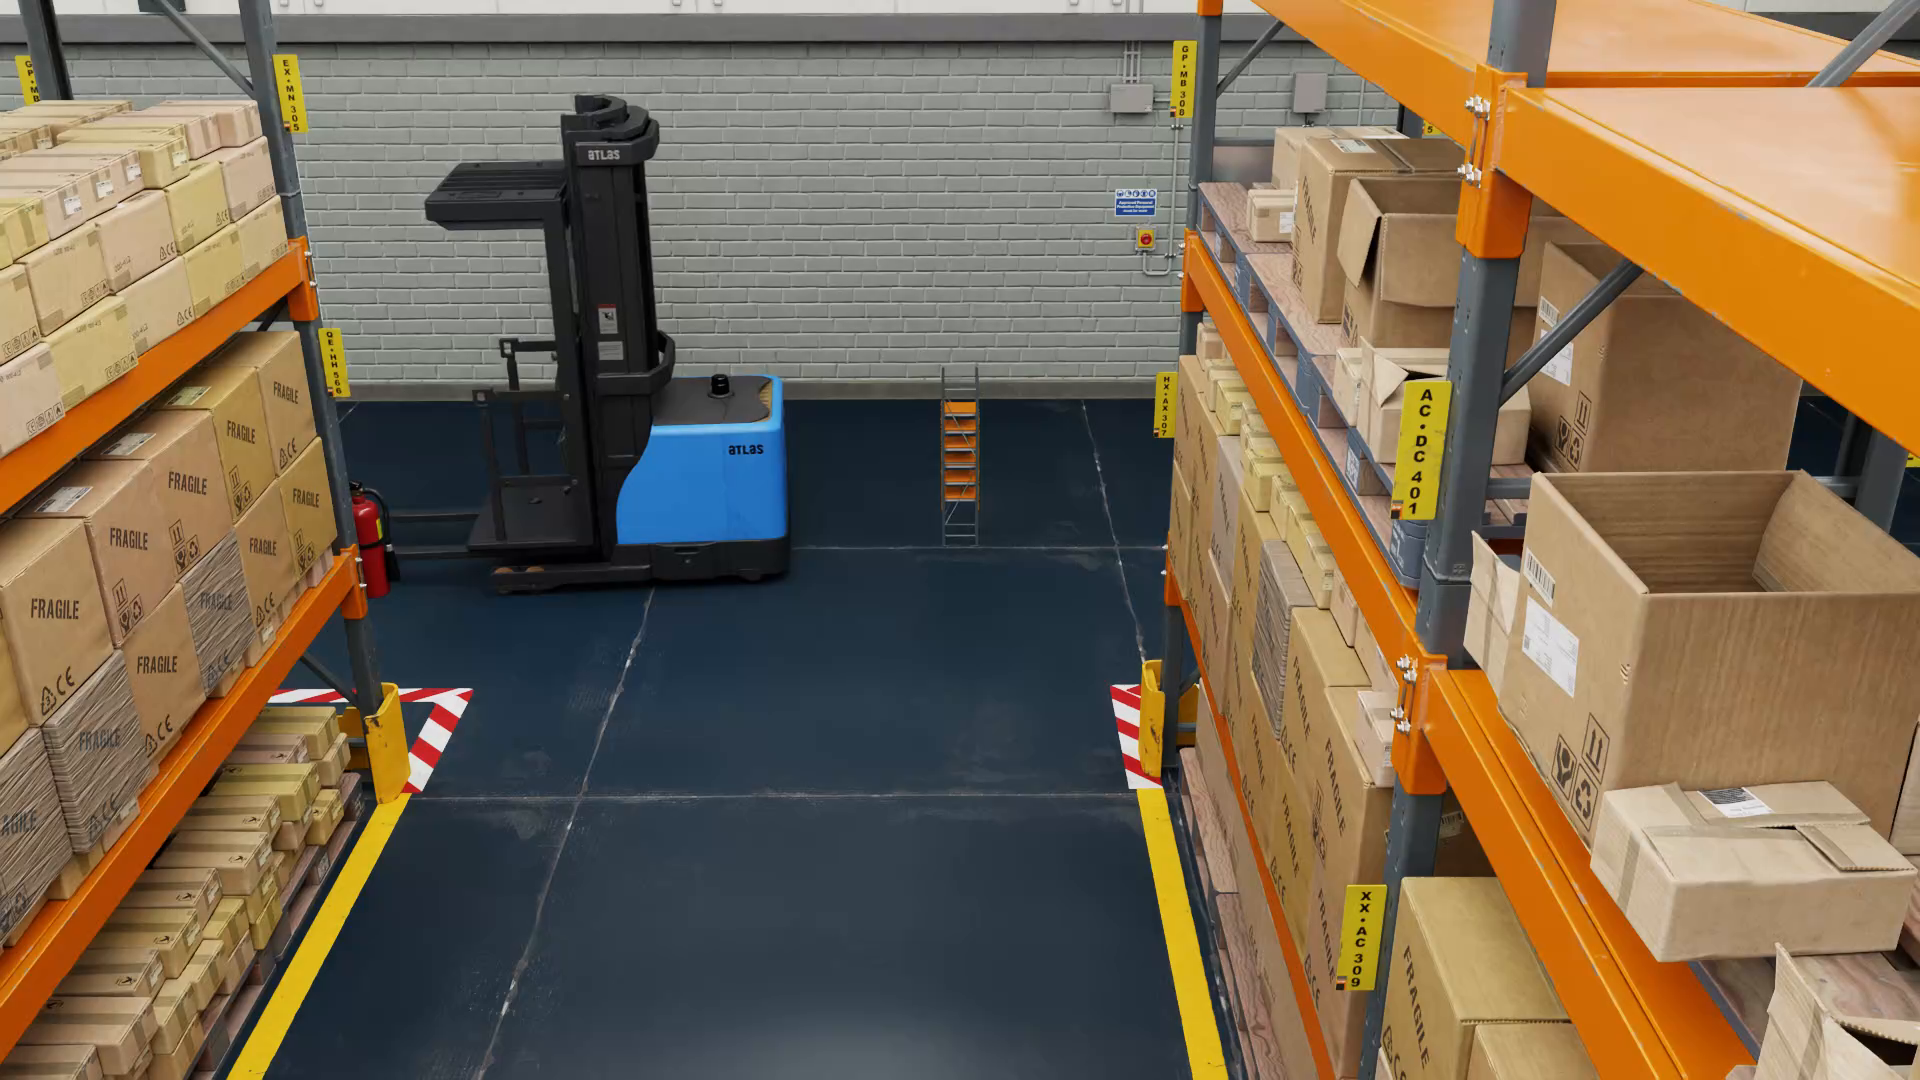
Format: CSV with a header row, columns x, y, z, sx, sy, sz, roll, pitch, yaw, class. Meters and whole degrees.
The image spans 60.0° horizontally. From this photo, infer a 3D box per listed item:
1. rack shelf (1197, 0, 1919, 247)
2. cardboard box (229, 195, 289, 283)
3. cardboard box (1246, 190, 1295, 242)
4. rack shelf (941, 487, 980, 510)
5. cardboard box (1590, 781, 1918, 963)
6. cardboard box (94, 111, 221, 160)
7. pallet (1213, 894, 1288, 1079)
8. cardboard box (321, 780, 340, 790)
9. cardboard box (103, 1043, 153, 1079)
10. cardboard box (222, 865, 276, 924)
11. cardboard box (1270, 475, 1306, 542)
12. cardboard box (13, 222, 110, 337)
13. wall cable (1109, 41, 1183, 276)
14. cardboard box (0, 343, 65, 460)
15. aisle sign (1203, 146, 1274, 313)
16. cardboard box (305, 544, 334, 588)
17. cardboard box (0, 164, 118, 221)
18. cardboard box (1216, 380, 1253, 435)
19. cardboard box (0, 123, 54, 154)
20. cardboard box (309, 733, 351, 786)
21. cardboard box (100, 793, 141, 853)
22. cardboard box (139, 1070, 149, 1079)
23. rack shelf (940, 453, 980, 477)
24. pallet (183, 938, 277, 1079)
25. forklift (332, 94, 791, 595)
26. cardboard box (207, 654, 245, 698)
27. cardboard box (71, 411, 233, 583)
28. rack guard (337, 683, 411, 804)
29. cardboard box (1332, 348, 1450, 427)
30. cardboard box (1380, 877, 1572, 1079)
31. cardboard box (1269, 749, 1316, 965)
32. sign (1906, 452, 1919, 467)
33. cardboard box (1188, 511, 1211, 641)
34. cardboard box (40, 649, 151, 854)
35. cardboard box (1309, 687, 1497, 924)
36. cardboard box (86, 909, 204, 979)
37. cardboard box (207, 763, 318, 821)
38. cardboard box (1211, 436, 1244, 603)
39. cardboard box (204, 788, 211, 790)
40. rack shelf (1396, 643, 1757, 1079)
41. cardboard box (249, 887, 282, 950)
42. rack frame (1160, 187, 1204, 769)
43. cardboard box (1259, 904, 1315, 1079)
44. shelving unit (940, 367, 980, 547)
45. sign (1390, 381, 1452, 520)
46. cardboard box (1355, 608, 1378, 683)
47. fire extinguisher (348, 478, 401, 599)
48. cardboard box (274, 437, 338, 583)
x,y,z,sx,sy,sz,roll,pitch,yaw,class
1.551,-1.608,5.243,1.077,0.370,4.000,0,24,-1,rack shelf
-3.150,-1.257,6.931,0.500,0.250,0.500,-1,24,-2,cardboard box
1.311,-1.248,6.404,0.380,0.149,0.250,1,24,1,cardboard box
0.000,-0.282,11.107,0.258,0.103,0.180,0,24,-1,rack shelf
1.237,0.511,2.614,0.380,0.166,0.250,-2,24,-4,cardboard box
-3.195,-1.615,6.632,0.380,0.149,0.250,0,24,0,cardboard box
1.627,1.893,6.809,1.003,0.211,1.213,0,24,-1,pallet
-3.205,1.179,7.953,0.380,0.149,0.250,0,24,0,cardboard box
-3.170,1.896,6.006,0.380,0.149,0.250,1,24,2,cardboard box
-3.102,1.471,6.946,0.380,0.149,0.250,0,24,0,cardboard box
1.283,-0.111,5.733,0.380,0.149,0.250,0,24,-1,cardboard box
-3.156,-0.852,5.430,0.500,0.250,0.500,-1,24,-3,cardboard box
1.445,-3.009,12.992,0.585,1.953,0.123,0,24,-1,wall cable
-3.117,-0.408,5.053,0.500,0.250,0.500,1,24,2,cardboard box
1.239,-1.421,7.598,0.394,0.787,0.004,0,24,-1,aisle sign
-3.133,0.103,7.687,0.380,0.149,0.250,0,24,0,cardboard box
-3.139,-1.189,5.690,0.380,0.149,0.250,0,24,1,cardboard box
1.240,-0.534,6.669,0.380,0.149,0.250,-1,24,-2,cardboard box
-3.728,-1.501,6.379,0.380,0.149,0.250,0,24,-1,cardboard box
-3.128,1.044,7.891,0.380,0.149,0.250,-1,24,-2,cardboard box
-3.114,0.958,5.798,0.380,0.149,0.250,1,24,2,cardboard box
-3.206,2.033,6.065,0.380,0.149,0.250,-1,24,-3,cardboard box
0.000,-0.500,11.008,0.258,0.103,0.180,0,24,-1,rack shelf
-3.434,1.994,6.586,1.003,0.211,1.213,0,24,-1,pallet
-2.641,-1.219,10.390,3.031,2.935,1.130,-2,24,-5,forklift
-3.150,0.523,6.759,0.380,0.149,0.250,-1,24,-3,cardboard box
-3.145,-0.171,6.292,0.500,0.500,0.500,1,24,2,cardboard box
-3.418,1.026,8.376,1.175,0.500,0.348,0,24,-1,rack guard
1.243,-0.420,4.573,0.380,0.149,0.250,0,24,1,cardboard box
1.291,1.121,3.796,0.500,0.500,0.500,0,24,0,cardboard box
1.301,0.992,5.295,0.500,0.500,0.500,-1,24,-2,cardboard box
2.116,-0.312,3.651,0.100,0.325,0.005,0,24,-1,sign
1.281,0.153,7.150,0.500,0.500,0.500,-1,24,-1,cardboard box
-3.111,0.706,5.567,0.500,0.500,0.500,-1,24,-2,cardboard box
1.292,0.745,4.627,0.500,0.500,0.500,0,24,-1,cardboard box
-3.164,1.553,6.404,0.380,0.149,0.250,0,24,0,cardboard box
-3.085,1.119,7.364,0.380,0.149,0.250,-1,24,-2,cardboard box
1.276,-0.086,6.465,0.500,0.500,0.500,0,24,-1,cardboard box
-3.733,1.180,7.950,0.380,0.149,0.250,0,24,1,cardboard box
1.595,1.225,2.134,1.077,0.370,4.000,0,24,-1,rack shelf
-3.103,1.600,7.022,0.380,0.149,0.250,-1,24,-3,cardboard box
1.530,-0.208,8.071,1.000,3.000,0.127,0,24,-1,rack frame
1.663,1.788,6.257,0.875,0.438,0.875,-1,24,-2,cardboard box
0.000,-0.541,10.990,0.258,1.200,0.189,0,24,-1,shelving unit
1.018,-0.195,3.679,0.100,0.325,0.005,0,24,-1,sign
1.364,0.306,4.812,0.380,0.149,0.250,0,24,0,cardboard box
-2.960,-0.045,8.256,0.296,0.674,0.183,0,24,-1,fire extinguisher
-3.157,-0.142,7.441,0.500,0.500,0.500,0,24,1,cardboard box
